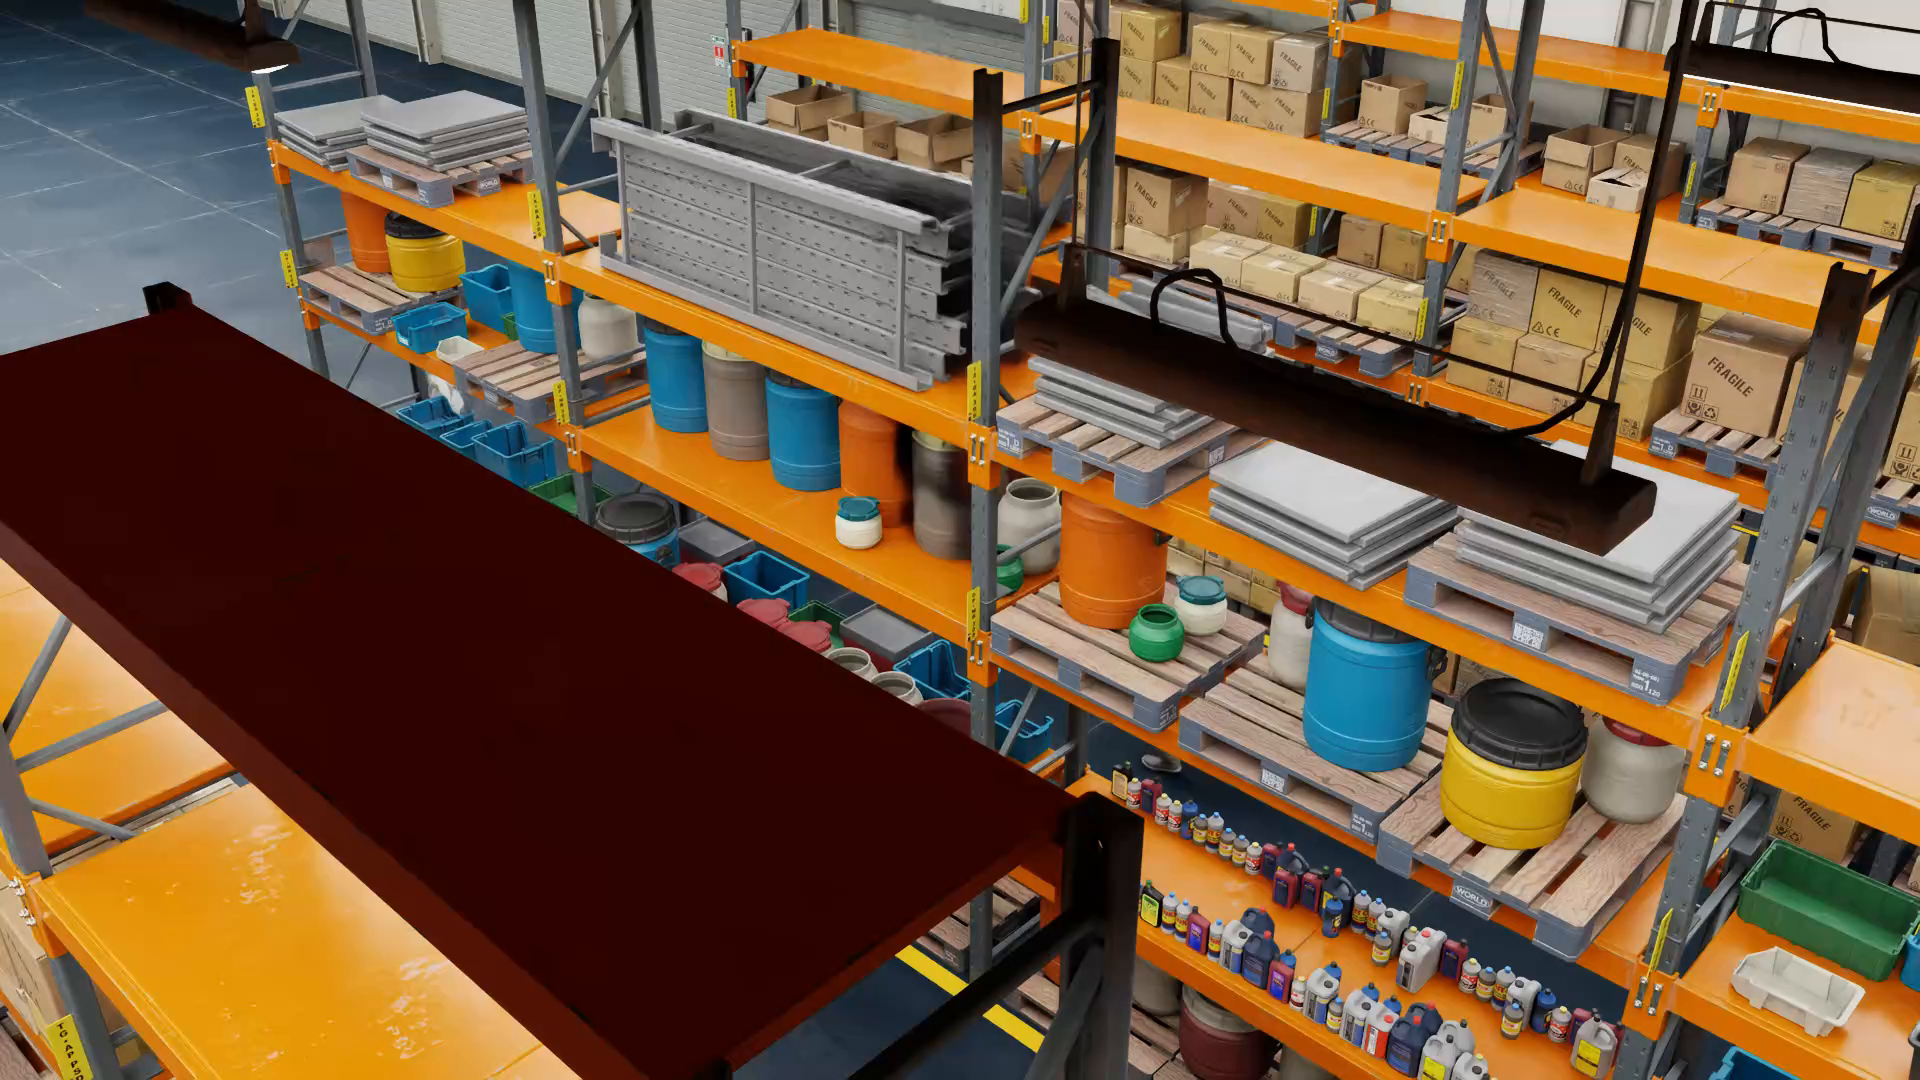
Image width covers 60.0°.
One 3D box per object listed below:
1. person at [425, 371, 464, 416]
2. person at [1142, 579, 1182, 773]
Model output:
[{"bbox_3d":[-5.273,-1.300,16.879,0.574,1.647,0.623,5,30,9],"label":"person"},{"bbox_3d":[1.481,1.005,12.723,0.602,1.684,0.651,15,32,24],"label":"person"}]
